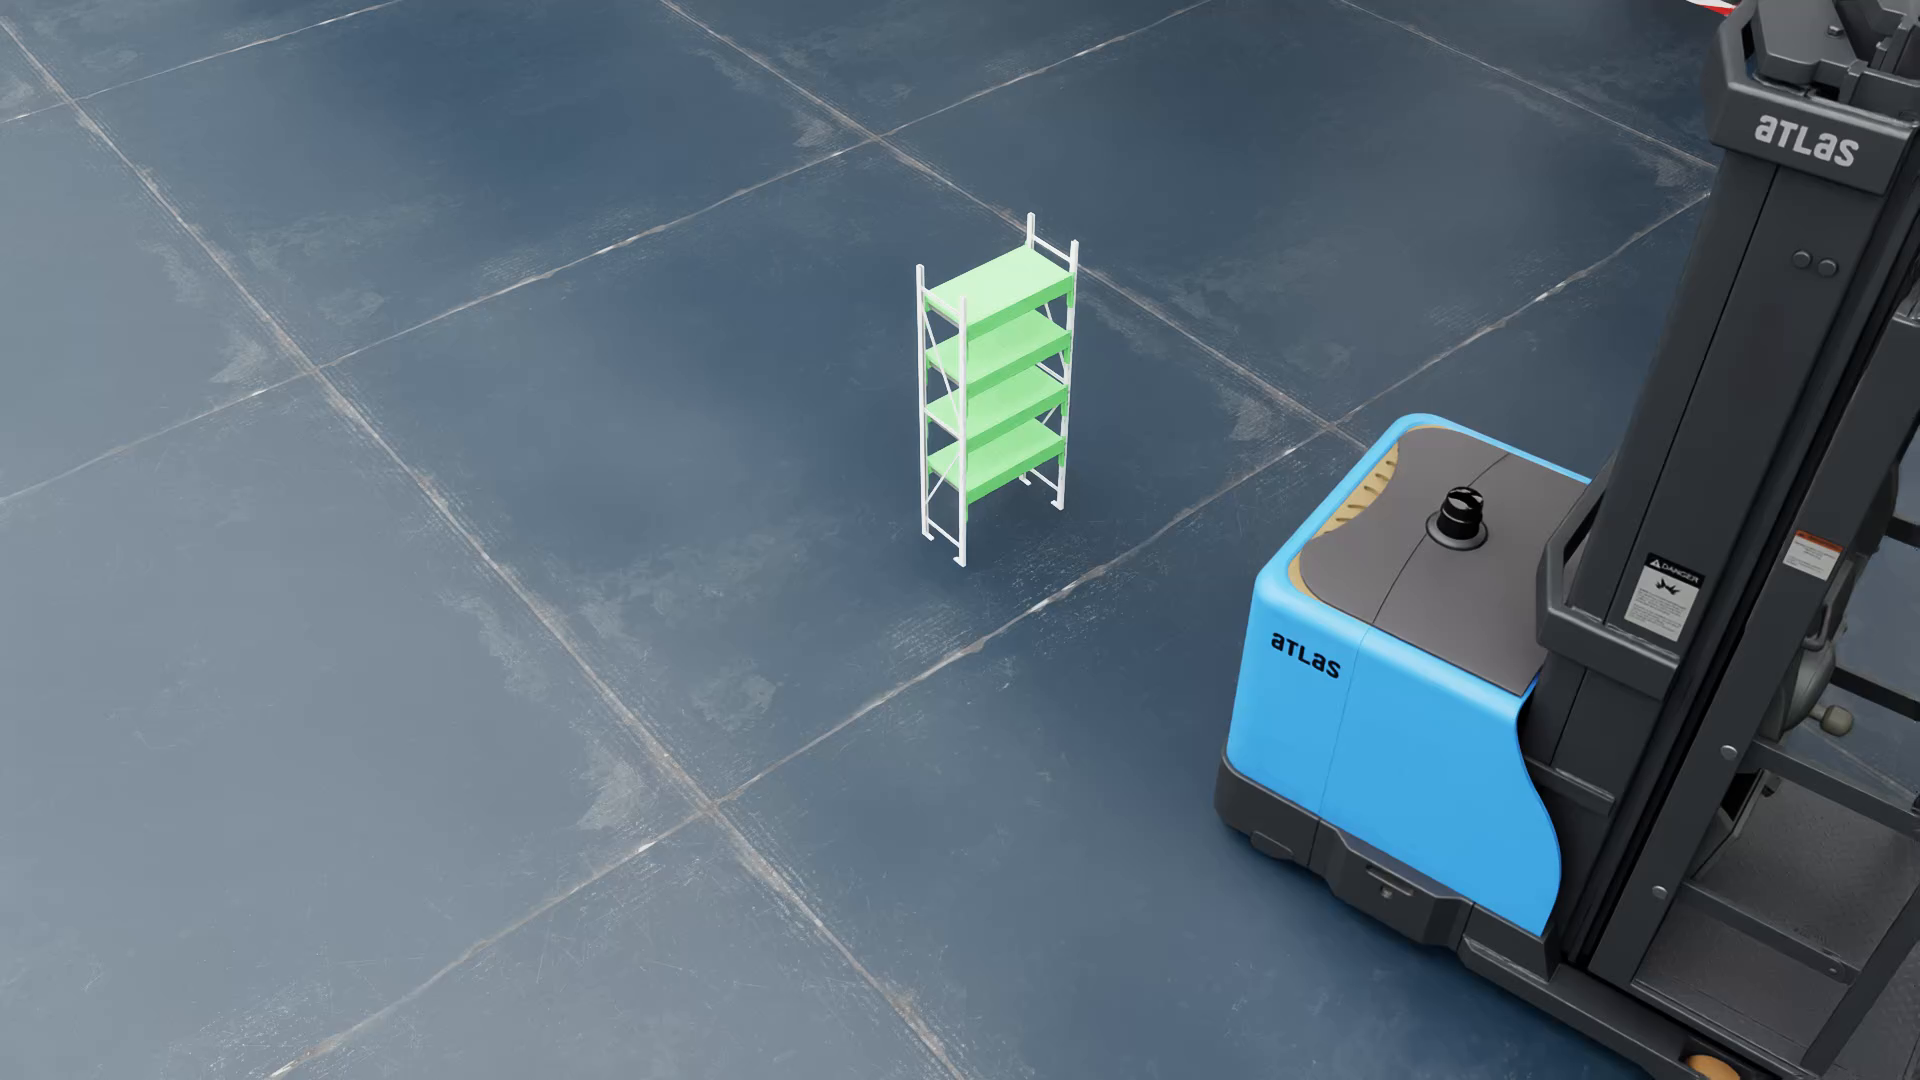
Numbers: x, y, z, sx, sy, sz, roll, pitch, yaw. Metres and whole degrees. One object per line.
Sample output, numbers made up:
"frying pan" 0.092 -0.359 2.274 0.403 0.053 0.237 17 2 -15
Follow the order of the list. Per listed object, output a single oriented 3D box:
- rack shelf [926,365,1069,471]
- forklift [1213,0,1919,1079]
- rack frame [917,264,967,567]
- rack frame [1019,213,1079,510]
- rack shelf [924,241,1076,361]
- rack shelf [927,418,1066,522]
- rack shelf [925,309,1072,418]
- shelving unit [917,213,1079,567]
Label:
"rack shelf" 0.127 -0.463 5.960 0.480 0.148 0.258 -30 51 -28
"forklift" 2.282 0.172 3.926 3.031 2.935 1.130 27 50 26
"rack frame" -0.060 -0.403 5.803 0.015 1.200 0.240 -30 51 -28
"rack frame" 0.314 -0.617 6.031 0.015 1.200 0.240 -30 51 -28
"rack shelf" 0.127 -0.813 5.632 0.480 0.148 0.258 -30 51 -28
"rack shelf" 0.127 -0.289 6.125 0.480 0.148 0.258 -30 51 -28
"rack shelf" 0.127 -0.638 5.796 0.480 0.148 0.258 -30 51 -28
"shelving unit" 0.127 -0.510 5.917 0.503 1.200 0.258 -30 51 -28
